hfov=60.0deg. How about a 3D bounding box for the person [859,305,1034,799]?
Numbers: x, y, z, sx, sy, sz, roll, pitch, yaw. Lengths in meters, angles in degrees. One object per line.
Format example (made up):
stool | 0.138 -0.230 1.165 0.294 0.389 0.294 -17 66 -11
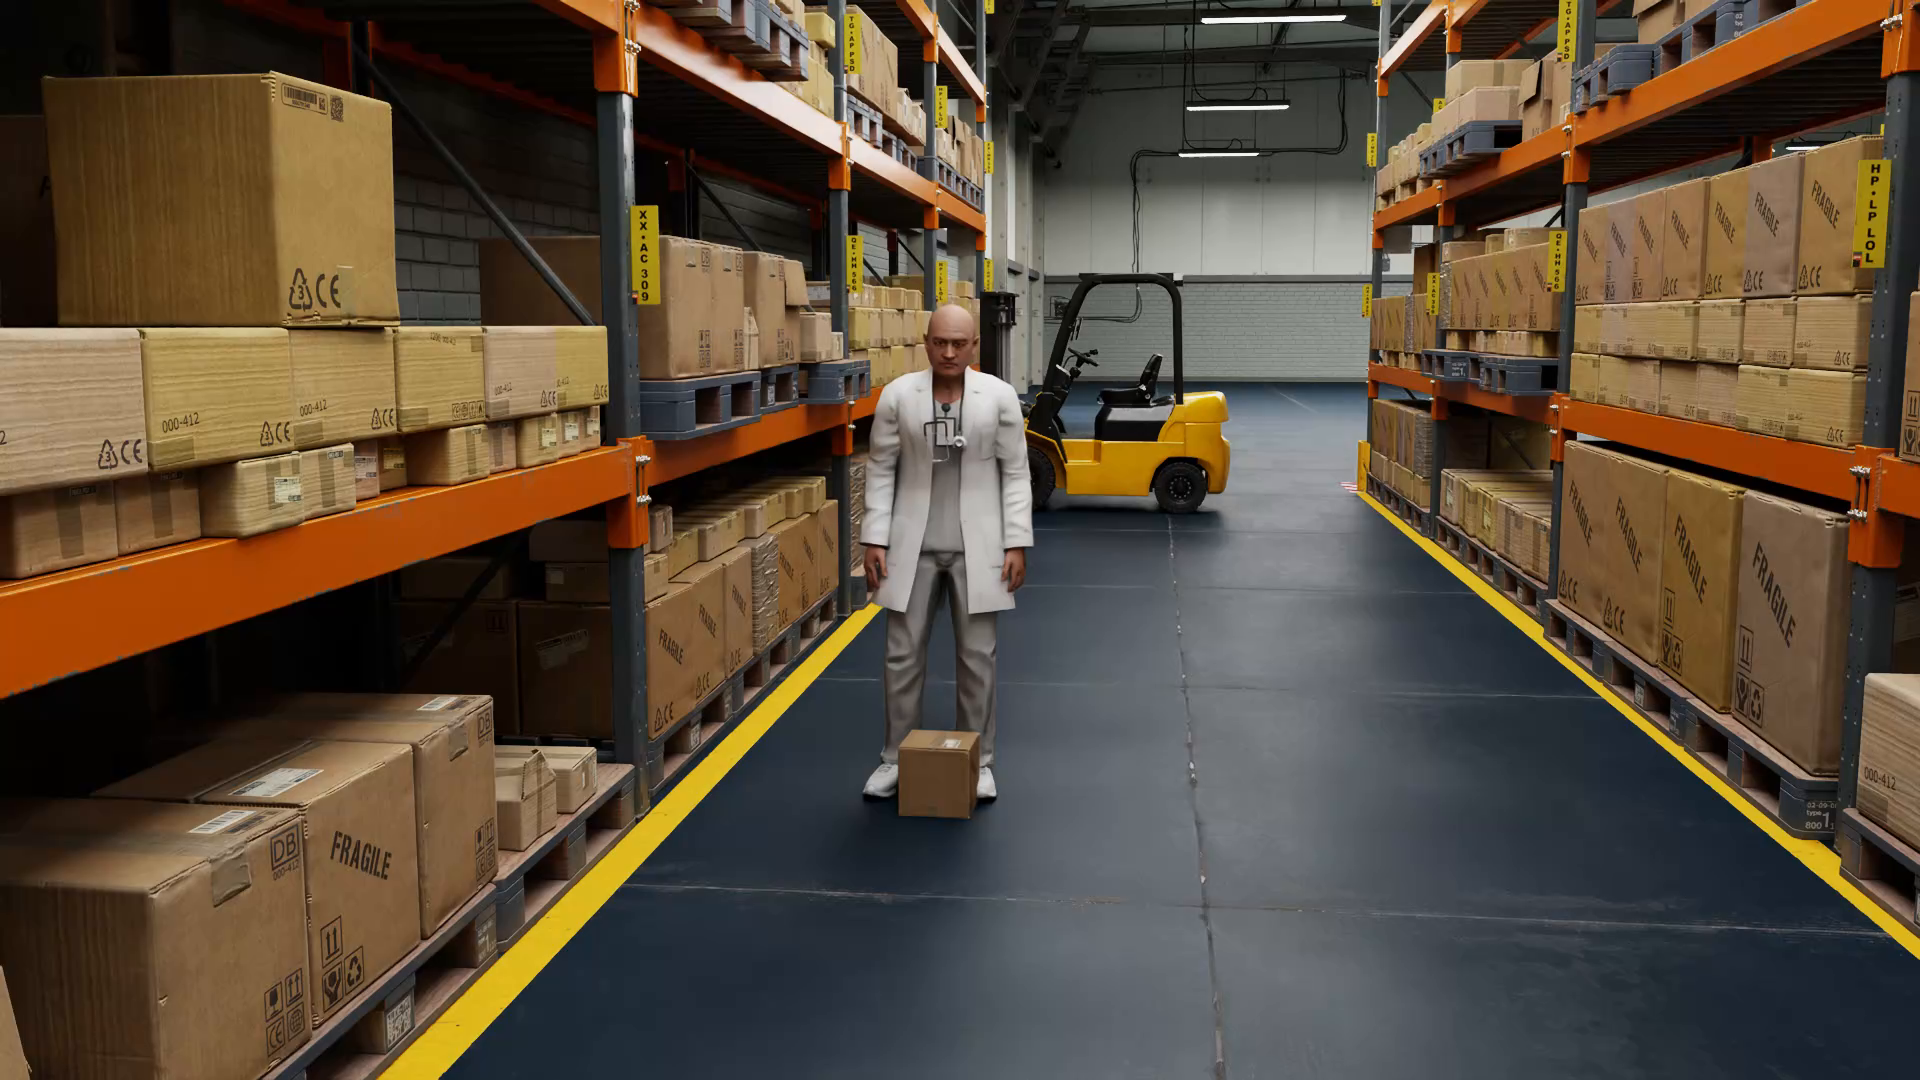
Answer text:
person | -0.051 0.040 6.040 0.637 1.773 0.428 1 7 4
